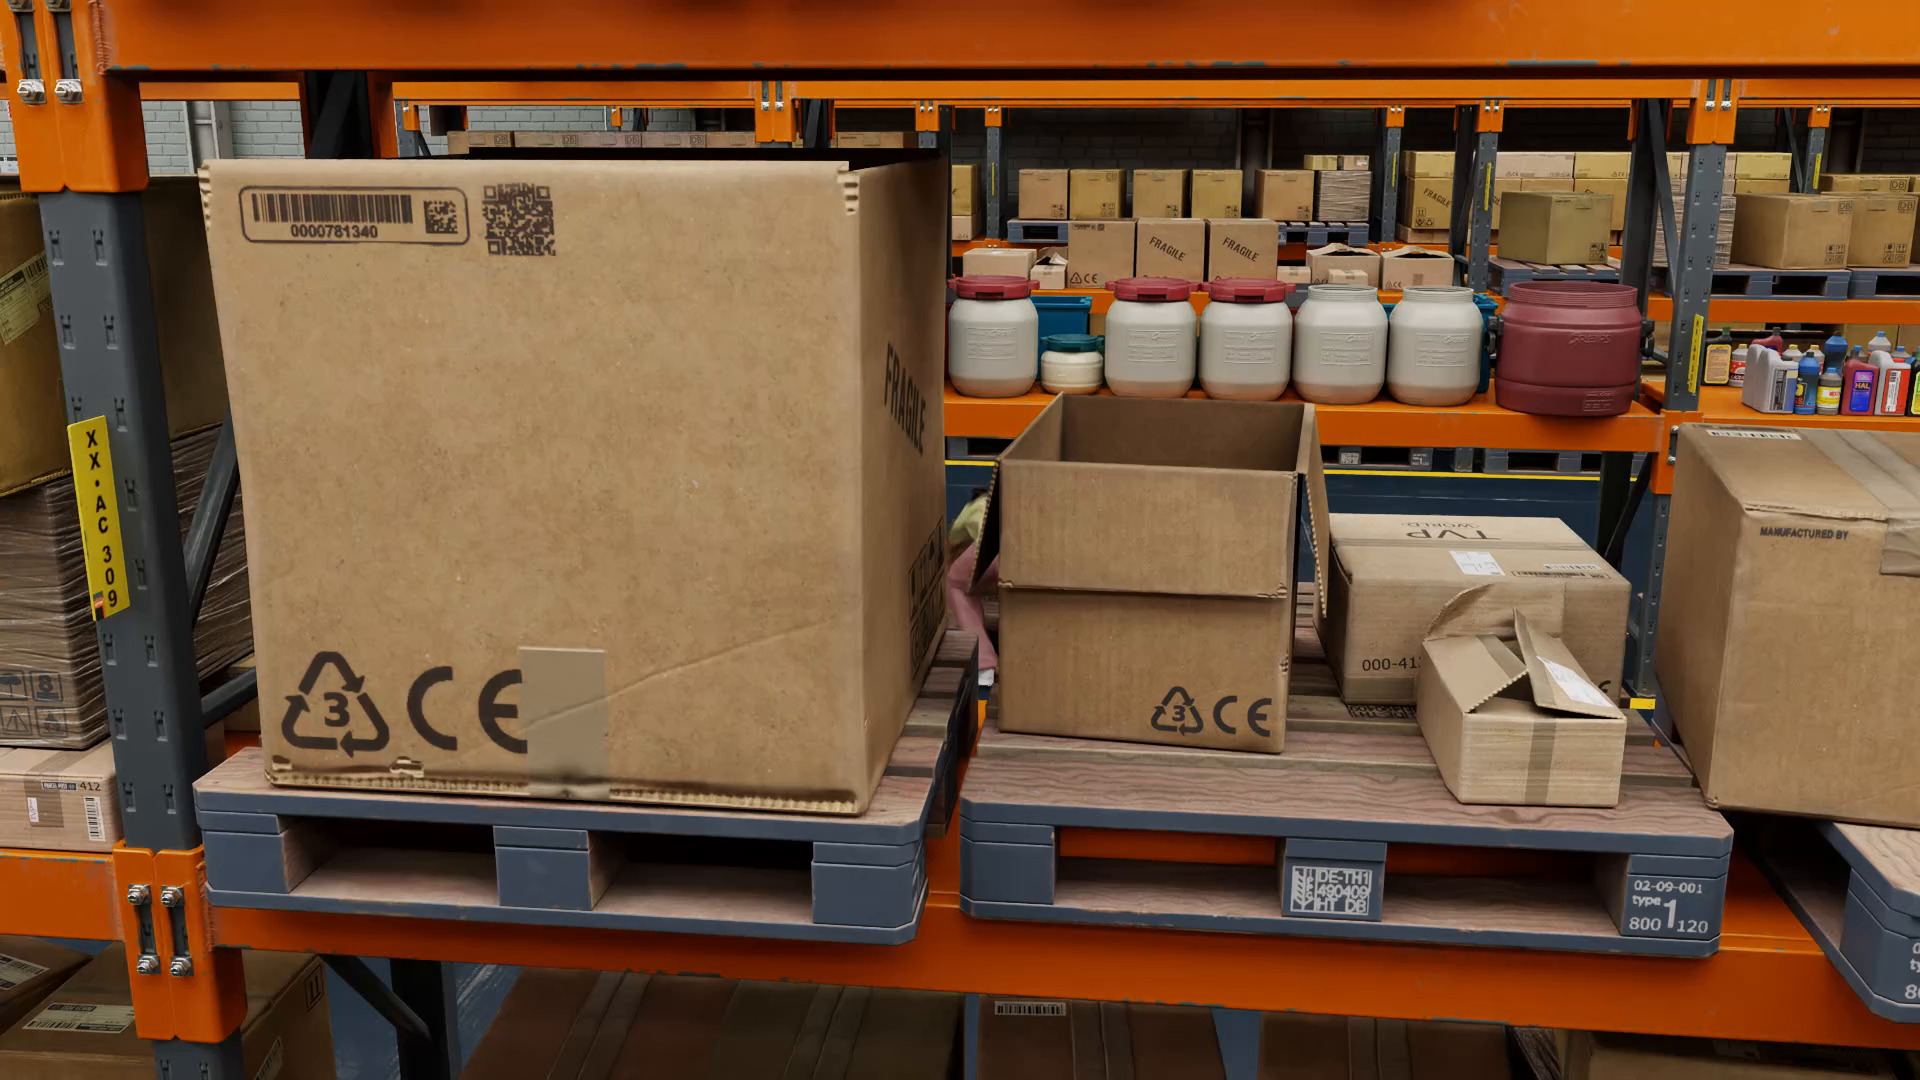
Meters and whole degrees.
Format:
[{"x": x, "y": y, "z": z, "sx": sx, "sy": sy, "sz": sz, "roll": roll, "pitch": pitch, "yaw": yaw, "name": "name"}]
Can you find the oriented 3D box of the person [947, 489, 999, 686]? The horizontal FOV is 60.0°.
[{"x": 0.152, "y": 0.156, "z": 8.003, "sx": 0.488, "sy": 0.868, "sz": 1.132, "roll": -3, "pitch": 15, "yaw": -12, "name": "person"}]
